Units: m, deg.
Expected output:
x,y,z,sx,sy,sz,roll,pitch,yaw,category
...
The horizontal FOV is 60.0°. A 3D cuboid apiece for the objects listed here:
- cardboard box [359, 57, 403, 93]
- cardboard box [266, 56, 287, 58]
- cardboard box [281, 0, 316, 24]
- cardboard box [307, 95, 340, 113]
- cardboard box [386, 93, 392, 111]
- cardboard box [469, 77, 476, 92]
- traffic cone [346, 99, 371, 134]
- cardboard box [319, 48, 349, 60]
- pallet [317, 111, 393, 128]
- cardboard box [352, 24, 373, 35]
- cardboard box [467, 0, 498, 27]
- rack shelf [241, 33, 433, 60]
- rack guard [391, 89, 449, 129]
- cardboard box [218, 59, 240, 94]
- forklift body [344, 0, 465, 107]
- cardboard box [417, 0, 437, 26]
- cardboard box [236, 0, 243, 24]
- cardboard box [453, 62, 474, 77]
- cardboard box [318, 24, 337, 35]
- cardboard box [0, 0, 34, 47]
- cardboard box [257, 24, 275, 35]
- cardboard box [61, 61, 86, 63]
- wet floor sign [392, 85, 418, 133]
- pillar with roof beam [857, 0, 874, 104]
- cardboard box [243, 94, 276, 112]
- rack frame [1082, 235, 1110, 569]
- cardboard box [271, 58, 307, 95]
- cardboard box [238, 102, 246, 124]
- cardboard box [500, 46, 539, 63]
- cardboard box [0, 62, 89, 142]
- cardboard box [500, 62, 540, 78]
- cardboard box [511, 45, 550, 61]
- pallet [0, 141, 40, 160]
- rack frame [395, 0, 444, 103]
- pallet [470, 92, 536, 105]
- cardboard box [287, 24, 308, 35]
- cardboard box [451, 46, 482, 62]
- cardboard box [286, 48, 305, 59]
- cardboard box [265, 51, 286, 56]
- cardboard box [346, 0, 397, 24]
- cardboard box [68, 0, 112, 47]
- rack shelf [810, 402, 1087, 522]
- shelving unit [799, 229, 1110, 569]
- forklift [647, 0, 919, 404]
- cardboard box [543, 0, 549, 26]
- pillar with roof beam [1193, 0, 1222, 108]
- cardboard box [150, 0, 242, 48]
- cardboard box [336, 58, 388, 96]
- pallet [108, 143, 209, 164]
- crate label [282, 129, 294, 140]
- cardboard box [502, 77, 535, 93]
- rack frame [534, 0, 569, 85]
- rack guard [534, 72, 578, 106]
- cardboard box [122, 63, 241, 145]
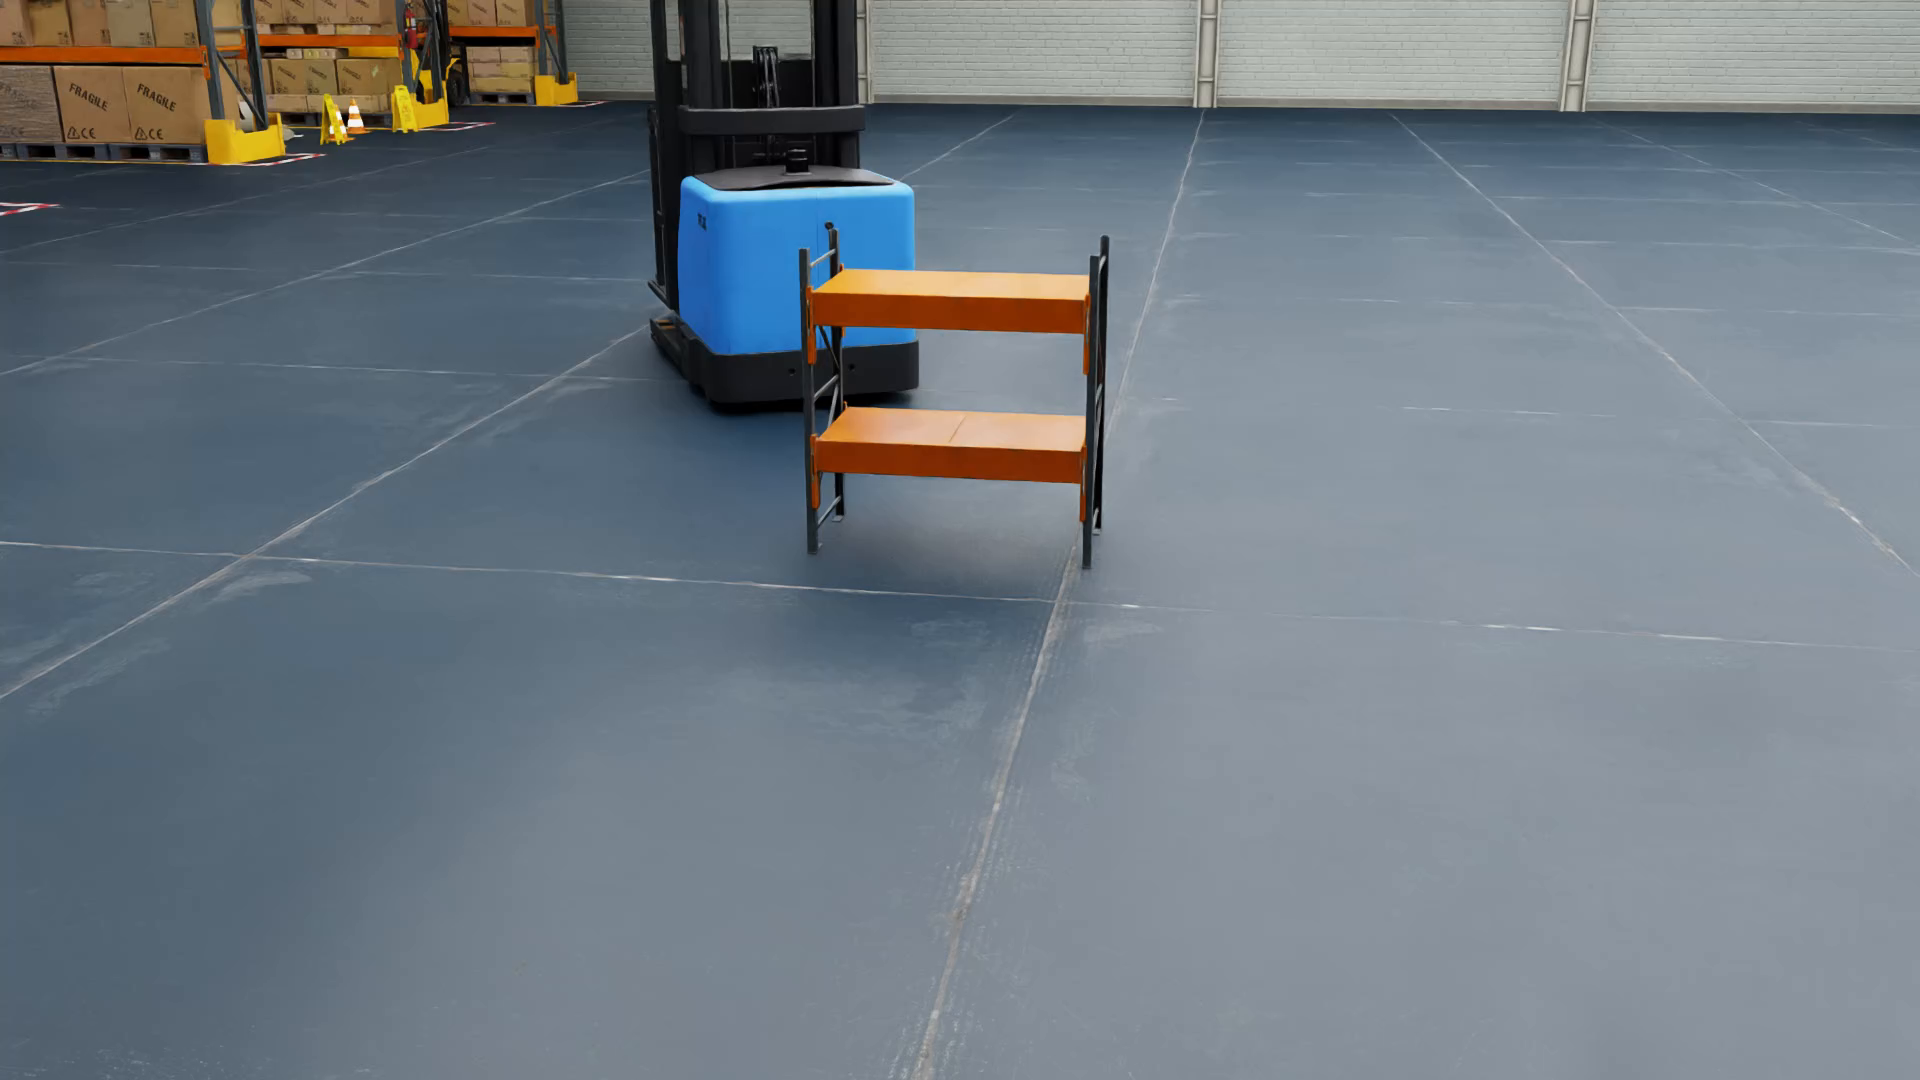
x,y,z,sx,sy,sz,roll,pitch,yaw,category
-8.674,-6.940,24.806,0.500,0.500,0.500,2,19,7,cardboard box
-10.214,-7.017,25.036,0.500,0.500,0.500,4,19,12,cardboard box
-9.464,-7.743,24.091,0.500,0.500,0.500,3,19,8,cardboard box
-9.249,-6.441,24.497,0.500,0.250,0.500,3,19,9,cardboard box
-8.650,-6.583,24.922,0.500,0.250,0.500,3,19,8,cardboard box
-8.610,-7.992,29.132,0.500,0.250,0.500,3,19,9,cardboard box
-8.527,-5.975,23.432,0.334,0.463,0.336,3,19,9,traffic cone
-9.103,-7.075,24.189,0.250,0.149,0.380,3,19,10,cardboard box
-8.769,-6.294,24.781,1.213,0.211,1.003,3,19,9,pallet
-8.569,-7.371,24.002,0.250,0.149,0.380,3,19,8,cardboard box
-8.152,-9.135,28.719,0.500,0.500,0.500,4,19,10,cardboard box
-9.872,-7.320,24.587,4.000,0.370,1.077,3,19,9,rack shelf
-7.973,-6.379,24.580,0.348,0.500,1.175,3,19,9,rack guard
-10.777,-6.875,24.613,0.500,0.500,0.500,4,19,11,cardboard box
-9.276,-8.237,27.532,1.214,2.155,2.313,3,19,9,forklift body
-9.157,-9.182,28.861,0.500,0.500,0.500,3,19,9,cardboard box
-10.464,-7.794,24.242,0.500,0.500,0.500,3,19,8,cardboard box
-8.651,-8.223,29.035,0.500,0.250,0.500,2,19,7,cardboard box
-9.077,-7.394,24.071,0.250,0.149,0.380,3,19,10,cardboard box
-11.105,-6.178,19.803,0.550,0.550,0.875,3,19,9,cardboard box
-10.072,-7.455,24.253,0.250,0.149,0.380,3,19,8,cardboard box
-15.957,-8.515,30.301,0.500,0.500,0.500,3,19,8,cardboard box
-7.880,-6.099,23.515,0.232,0.644,0.267,10,21,27,wet floor sign
-2.417,-10.628,23.884,0.400,9.000,9.100,3,19,9,pillar with roof beam
-10.254,-6.494,24.655,0.500,0.250,0.500,3,19,8,cardboard box
0.495,-0.508,6.049,0.032,1.125,0.500,3,19,9,rack frame
-9.743,-6.823,24.457,0.500,0.500,0.500,2,19,7,cardboard box
-10.034,-5.672,22.462,0.637,0.503,0.797,-11,21,-29,cardboard box
-7.618,-8.411,28.809,0.500,0.250,0.500,4,19,10,cardboard box
-11.032,-5.300,20.102,0.875,0.875,0.875,3,19,9,cardboard box
-7.644,-8.175,28.891,0.500,0.250,0.500,3,19,8,cardboard box
-7.559,-8.569,29.281,0.500,0.250,0.500,3,19,8,cardboard box
-11.794,-4.821,20.379,1.213,0.211,1.003,3,19,9,pallet
-7.898,-7.561,24.172,0.127,3.000,1.000,3,19,9,rack frame
-7.876,-7.819,29.339,1.213,0.211,1.003,3,19,9,pallet
-9.575,-7.436,24.195,0.250,0.149,0.380,3,19,8,cardboard box
-8.623,-8.457,28.946,0.500,0.250,0.500,3,19,9,cardboard box
-9.611,-7.103,24.271,0.250,0.149,0.380,4,19,11,cardboard box
-12.345,-8.454,29.924,0.625,0.625,0.875,3,19,8,cardboard box
-8.477,-7.690,23.933,0.500,0.500,0.500,3,19,8,cardboard box
-10.036,-6.169,19.776,0.550,0.550,0.875,3,19,9,cardboard box
-0.007,-0.302,6.203,1.000,0.278,0.538,3,19,9,rack shelf
-0.007,-0.534,6.126,1.048,1.125,0.538,3,19,9,shelving unit
-1.160,-2.482,9.100,1.130,2.935,3.031,-6,19,-18,forklift
-7.559,-9.275,29.139,0.500,0.500,0.500,4,19,10,cardboard box
3.507,-10.326,22.981,0.400,9.000,9.100,3,19,9,pillar with roof beam
-8.957,-6.080,19.512,0.550,0.550,0.875,3,19,9,cardboard box
-8.730,-6.770,24.299,0.500,0.500,0.500,3,19,9,cardboard box
-9.385,-4.698,20.012,1.213,0.211,1.003,3,19,9,pallet
-9.153,-5.476,22.453,0.298,0.136,0.250,-7,20,-20,crate label
-7.628,-7.936,28.965,0.500,0.250,0.500,3,19,9,cardboard box
-7.114,-9.116,28.820,0.127,3.000,1.000,3,19,9,rack frame
-7.090,-7.929,29.213,0.348,0.500,1.175,3,19,9,rack guard
-9.263,-5.210,19.833,0.875,0.875,0.875,3,19,9,cardboard box
